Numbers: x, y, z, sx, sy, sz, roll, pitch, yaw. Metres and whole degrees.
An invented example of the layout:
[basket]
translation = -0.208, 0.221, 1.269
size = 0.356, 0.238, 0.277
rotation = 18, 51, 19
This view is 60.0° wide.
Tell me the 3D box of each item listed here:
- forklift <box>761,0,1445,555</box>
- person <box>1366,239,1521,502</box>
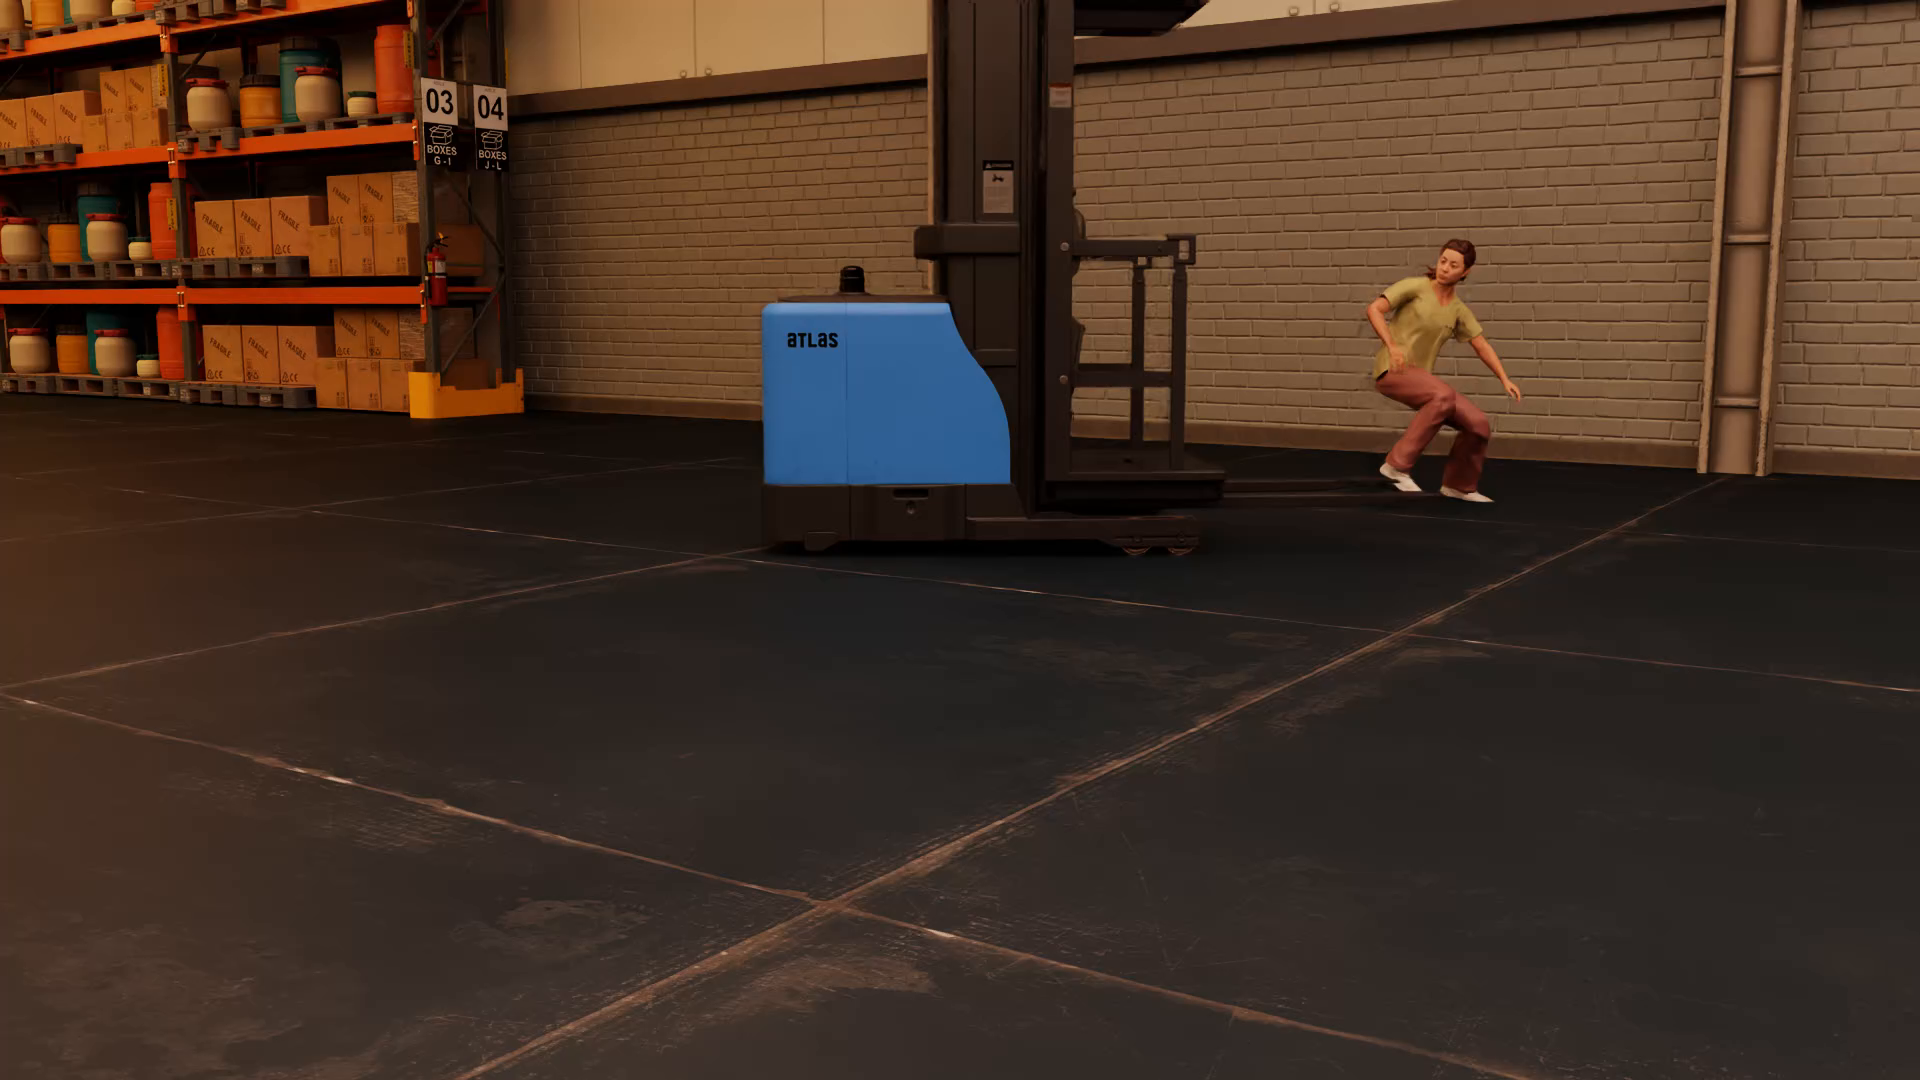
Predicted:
[forklift]
translation = 0.631, -1.460, 7.460
size = 3.031, 2.935, 1.130
rotation = -1, 8, -4
[person]
translation = 2.552, -0.871, 8.864
size = 0.793, 1.446, 0.596
rotation = -5, 10, -33
